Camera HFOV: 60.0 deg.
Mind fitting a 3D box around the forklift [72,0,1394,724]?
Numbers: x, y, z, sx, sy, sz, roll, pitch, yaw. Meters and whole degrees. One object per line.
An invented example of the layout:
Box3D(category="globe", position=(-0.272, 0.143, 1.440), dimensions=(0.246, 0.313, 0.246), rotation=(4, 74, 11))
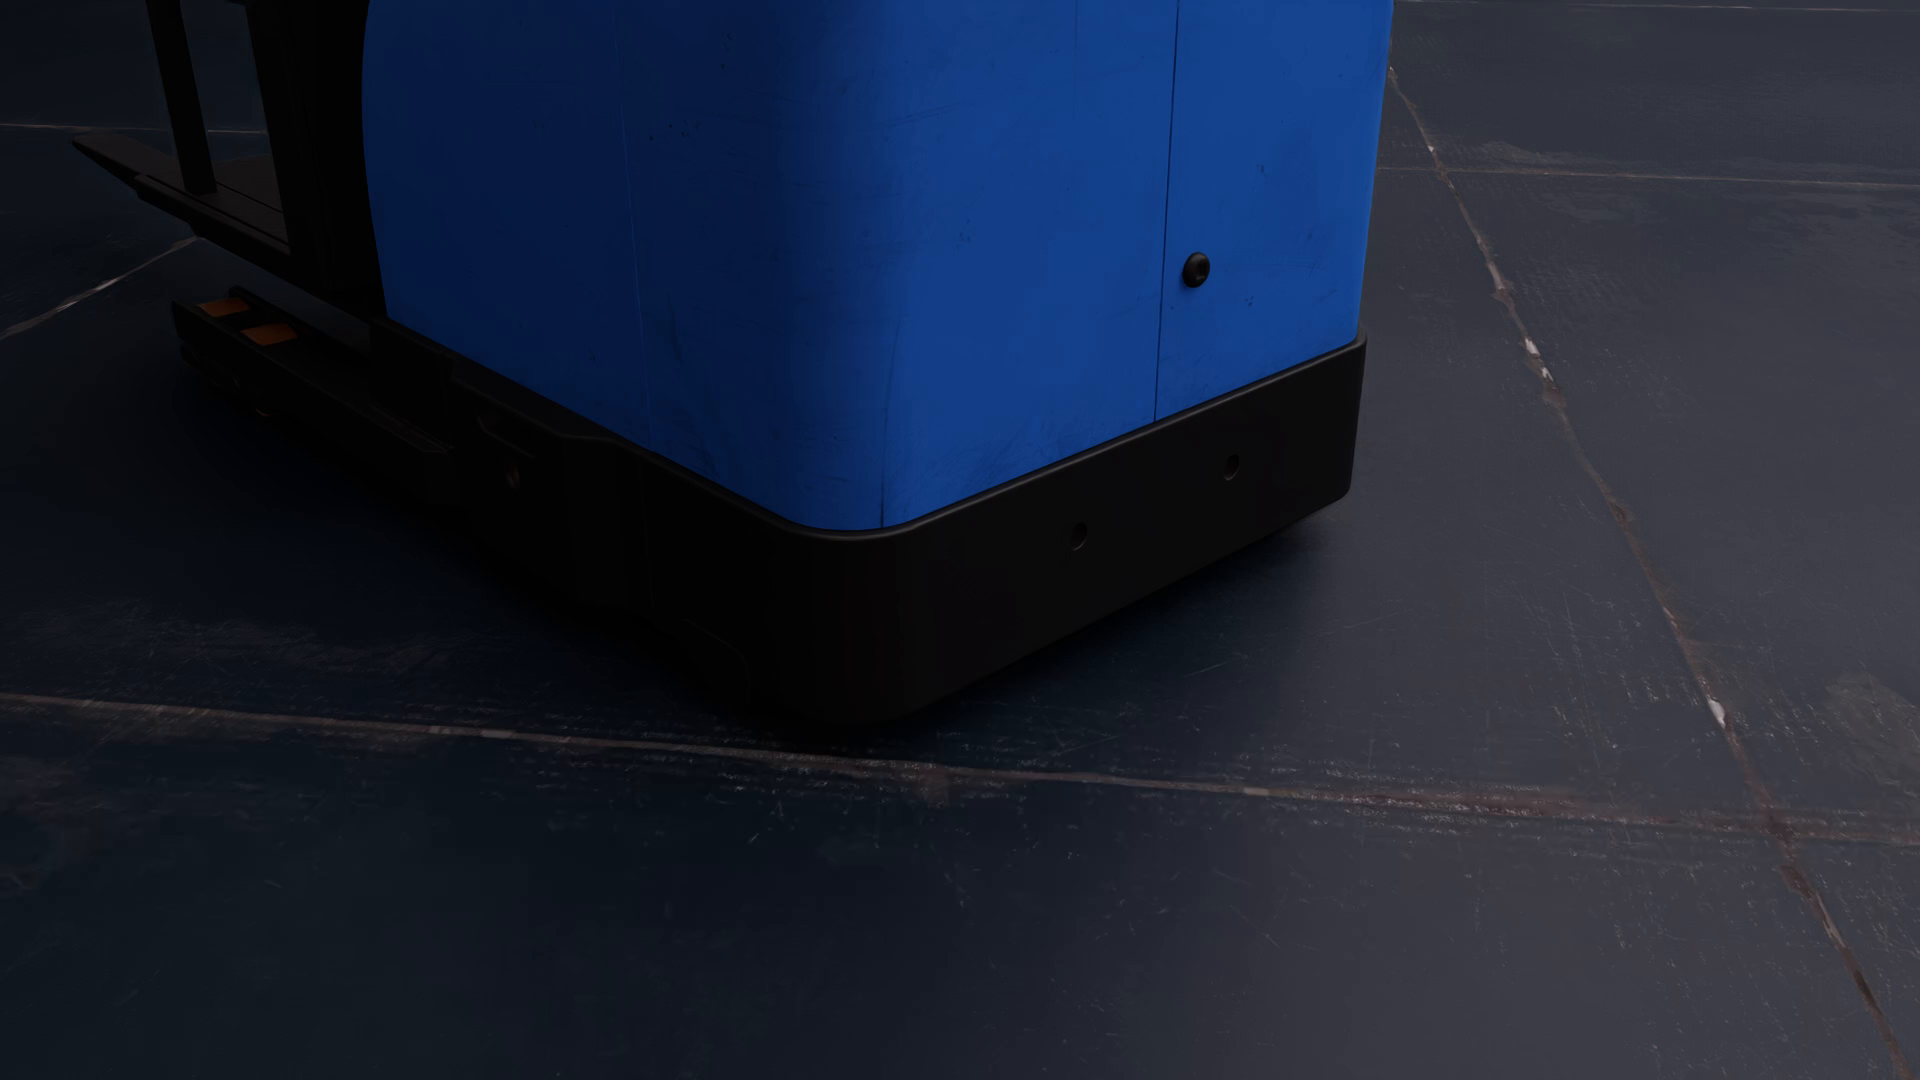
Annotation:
Box3D(category="forklift", position=(-0.789, -1.666, 2.557), dimensions=(1.130, 2.935, 3.031), rotation=(-23, 35, -38))
